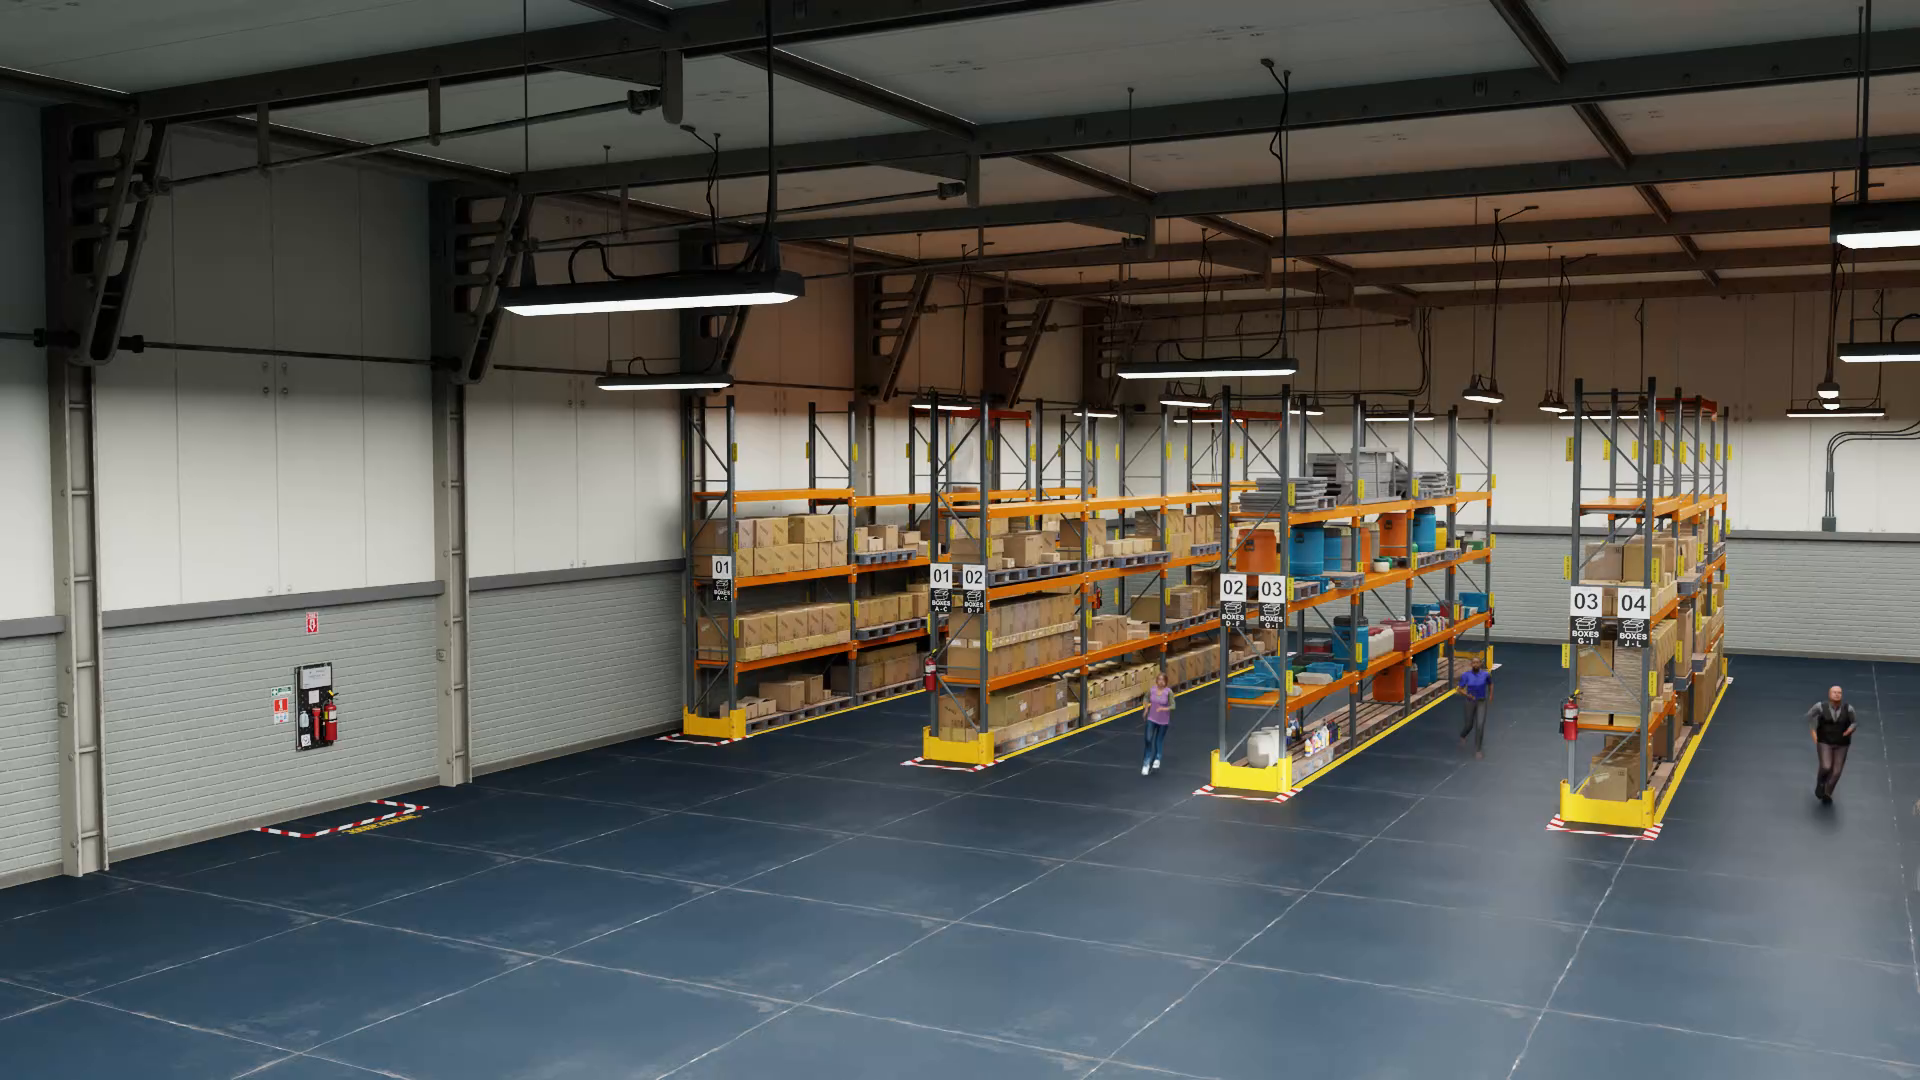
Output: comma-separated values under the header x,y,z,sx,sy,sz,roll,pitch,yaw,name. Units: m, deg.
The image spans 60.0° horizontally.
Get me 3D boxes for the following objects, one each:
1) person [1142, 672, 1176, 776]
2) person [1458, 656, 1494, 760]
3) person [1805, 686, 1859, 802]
x,y,z,sx,sy,sz,roll,pitch,yaw,name
3.108,2.865,25.938,0.530,1.622,0.711,1,3,15,person
8.516,2.742,27.473,0.588,1.662,0.900,0,3,9,person
12.401,2.911,23.621,0.660,1.679,0.634,1,3,16,person
